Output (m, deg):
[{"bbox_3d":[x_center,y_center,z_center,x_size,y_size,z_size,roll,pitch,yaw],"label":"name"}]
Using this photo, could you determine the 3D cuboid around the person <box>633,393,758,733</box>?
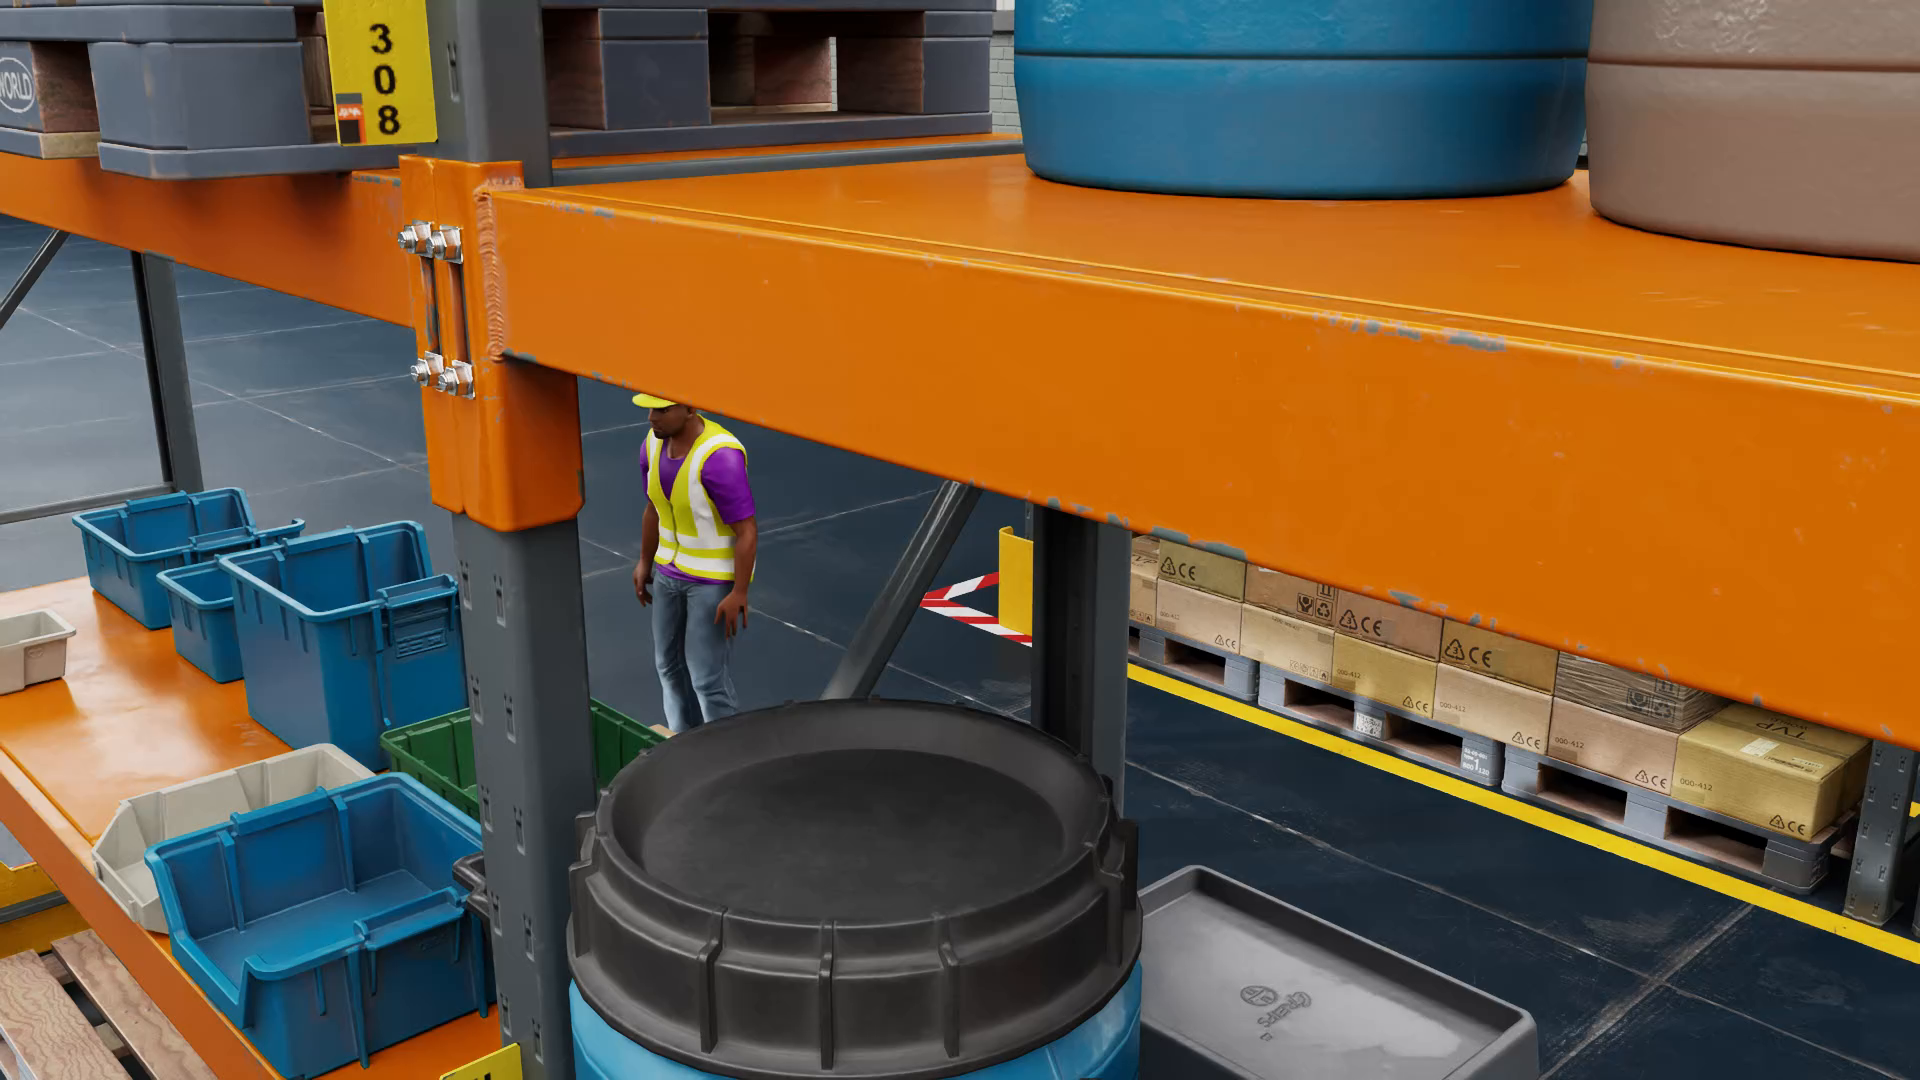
[{"bbox_3d":[-1.053,0.150,6.534,0.634,1.760,0.458,16,23,41],"label":"person"}]
